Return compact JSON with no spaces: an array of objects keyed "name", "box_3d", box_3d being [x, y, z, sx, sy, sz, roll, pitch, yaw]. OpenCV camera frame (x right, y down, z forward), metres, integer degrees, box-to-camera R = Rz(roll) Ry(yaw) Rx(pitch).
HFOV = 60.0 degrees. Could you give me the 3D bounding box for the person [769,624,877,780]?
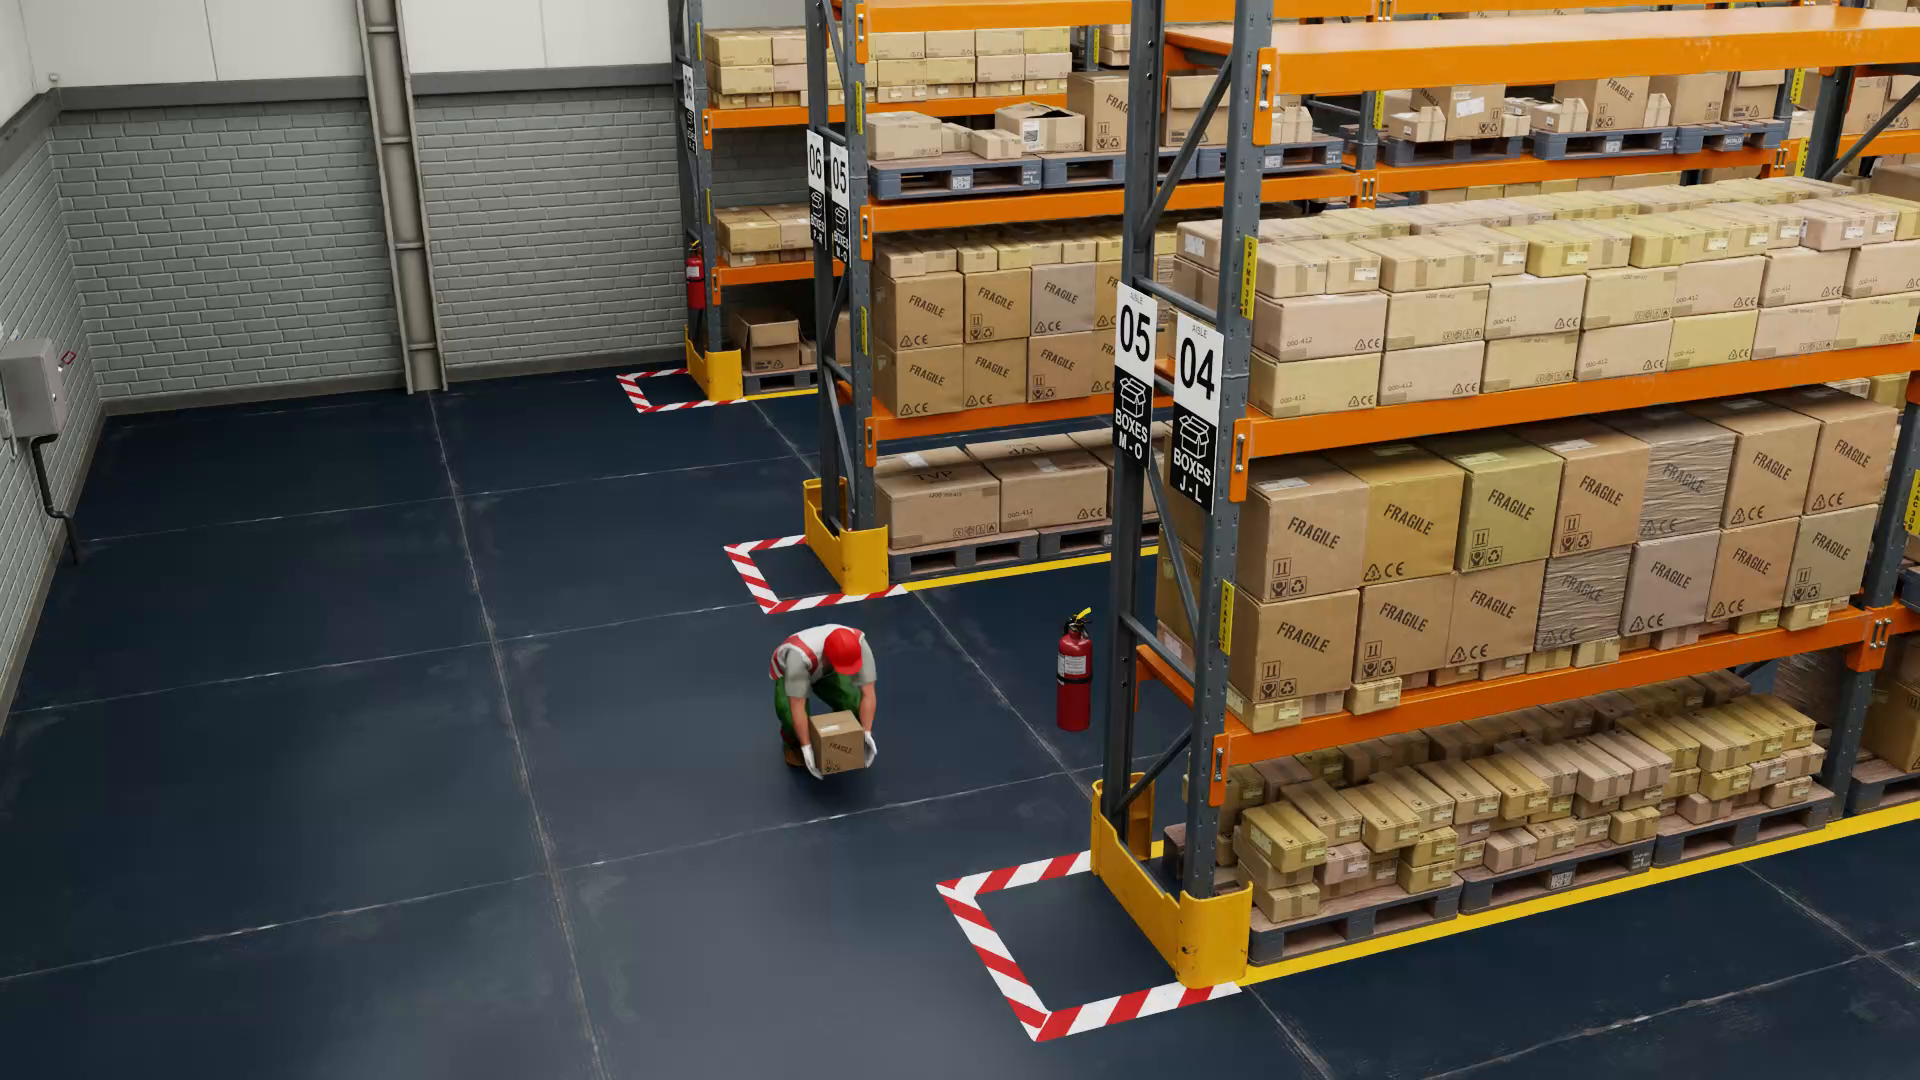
[{"name":"person","box_3d":[-0.800,0.867,9.742,0.572,1.006,0.884,-8,24,-19]}]
